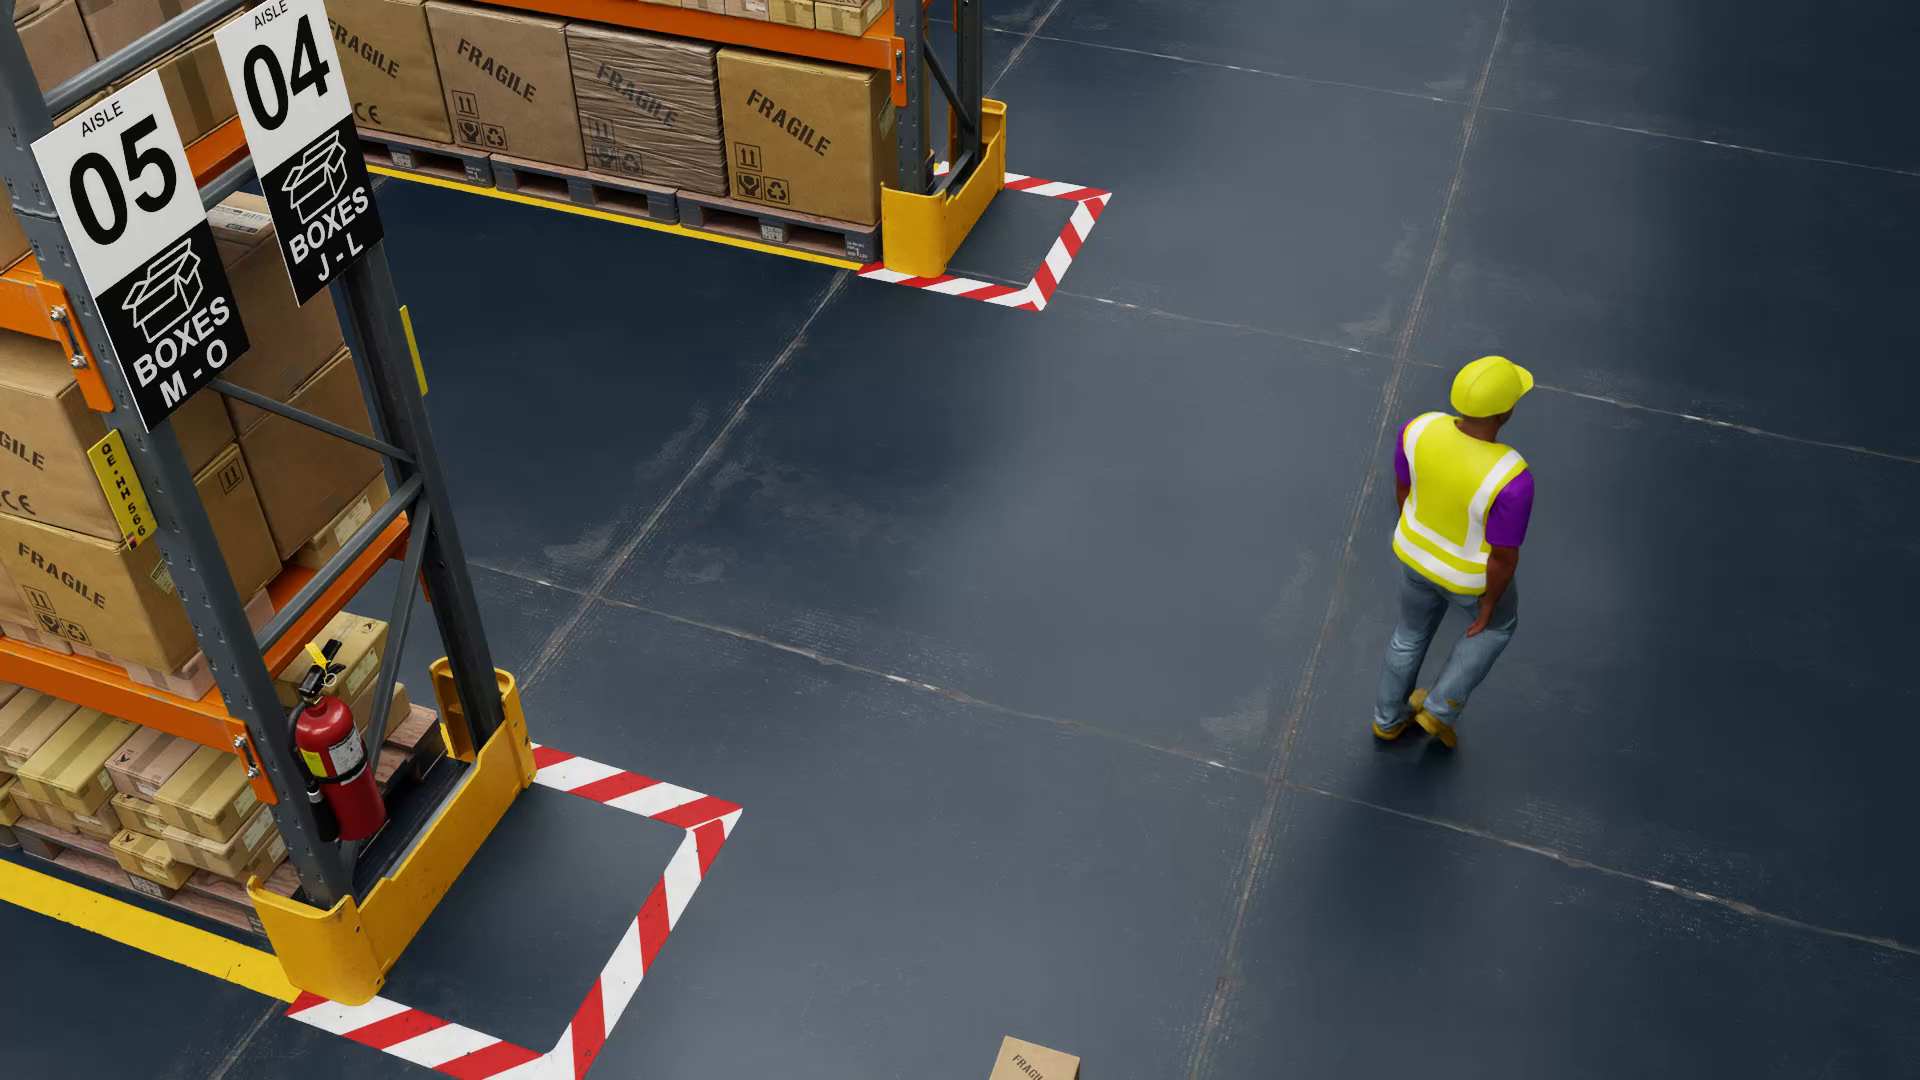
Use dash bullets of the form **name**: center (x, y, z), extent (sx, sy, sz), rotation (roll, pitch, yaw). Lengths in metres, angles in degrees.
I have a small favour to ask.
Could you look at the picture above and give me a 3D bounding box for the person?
- **person**: center (1.815, 0.056, 6.066), extent (0.461, 1.797, 0.563), rotation (-31, 50, -30)
